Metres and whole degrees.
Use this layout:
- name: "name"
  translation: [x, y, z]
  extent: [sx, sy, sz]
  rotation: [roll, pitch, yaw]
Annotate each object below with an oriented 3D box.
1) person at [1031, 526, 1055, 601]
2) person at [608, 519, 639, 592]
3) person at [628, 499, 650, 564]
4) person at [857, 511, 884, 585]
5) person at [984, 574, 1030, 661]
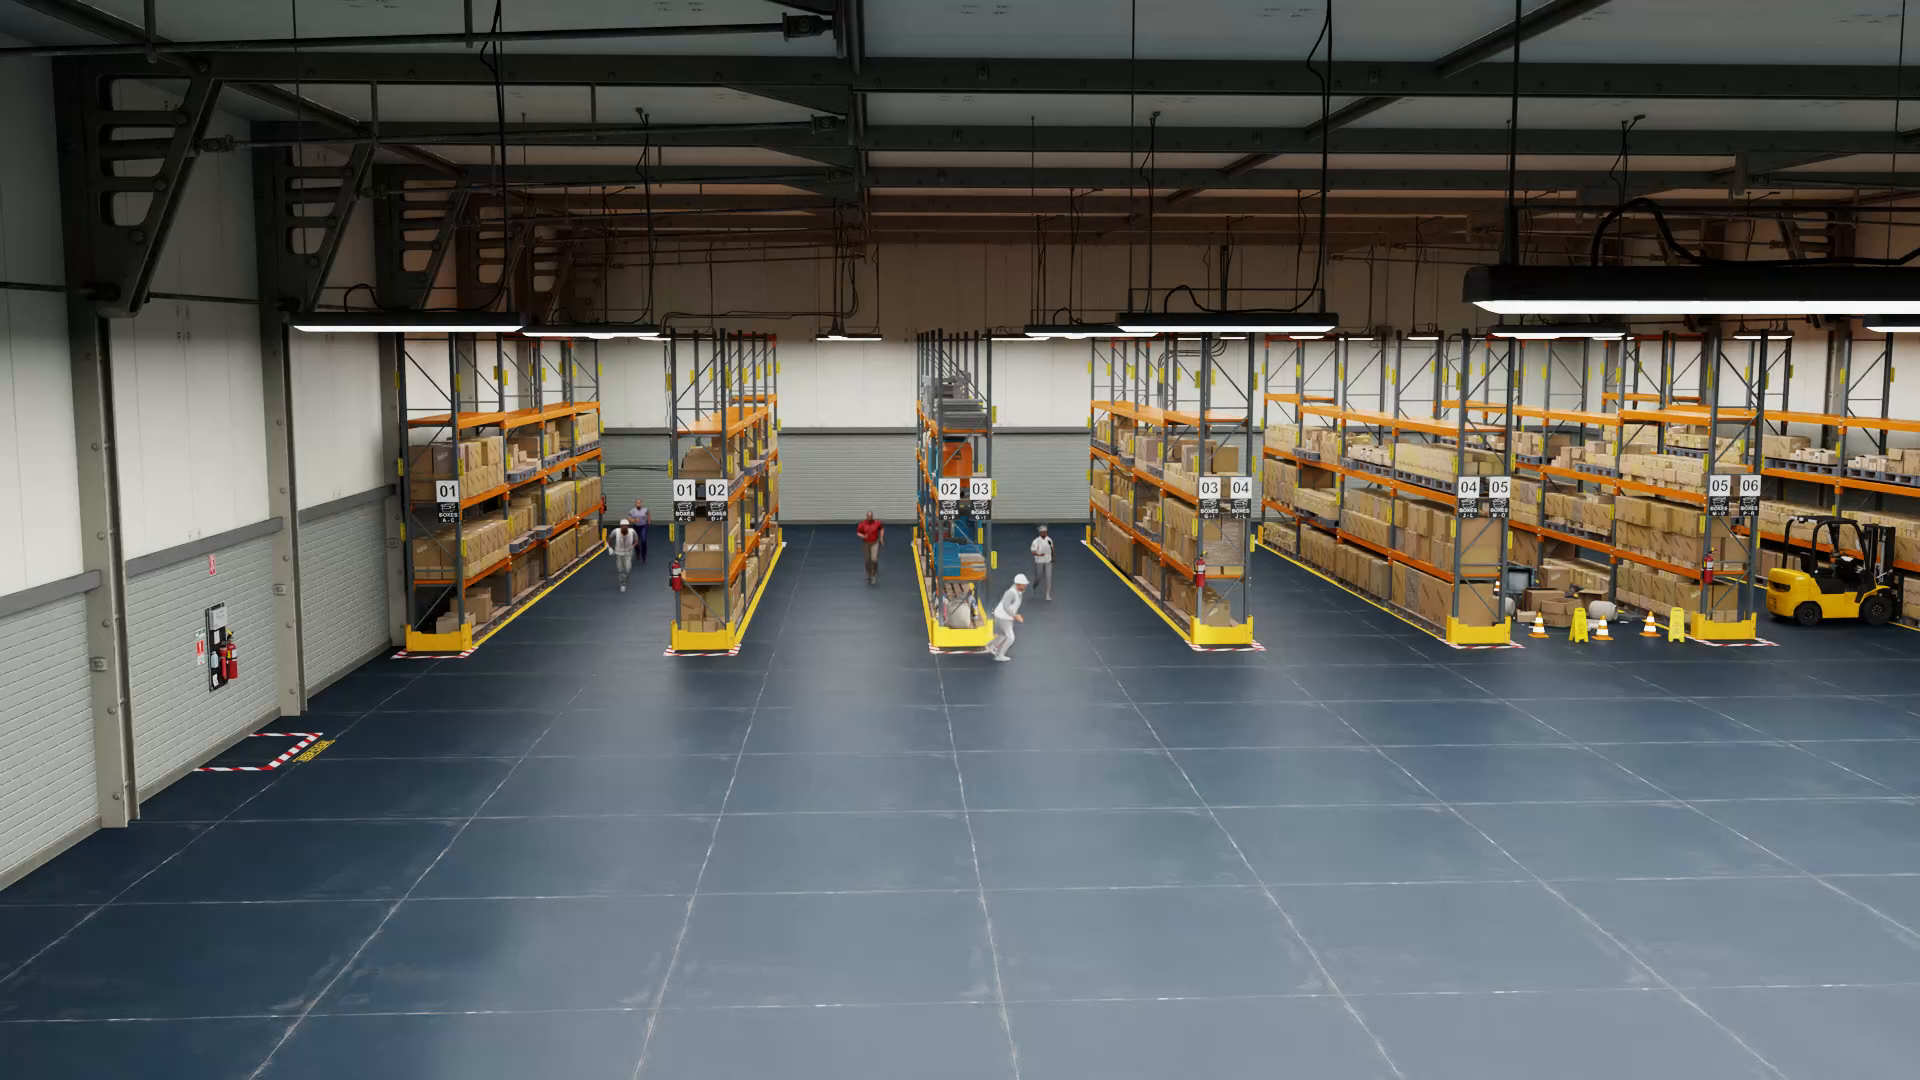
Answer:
- name: "person"
  translation: [1.868, 0.499, 37.251]
  extent: [0.596, 1.666, 0.862]
  rotation: [-2, 7, -16]
- name: "person"
  translation: [-7.806, 0.348, 38.598]
  extent: [0.686, 1.704, 0.755]
  rotation: [-2, 7, -17]
- name: "person"
  translation: [-8.426, -0.239, 43.686]
  extent: [0.558, 1.707, 0.843]
  rotation: [-1, 7, -8]
- name: "person"
  translation: [-2.156, 0.190, 39.836]
  extent: [0.622, 1.789, 0.856]
  rotation: [0, 7, 3]
- name: "person"
  translation: [0.839, 1.391, 30.023]
  extent: [0.922, 1.612, 0.625]
  rotation: [2, 7, 20]
